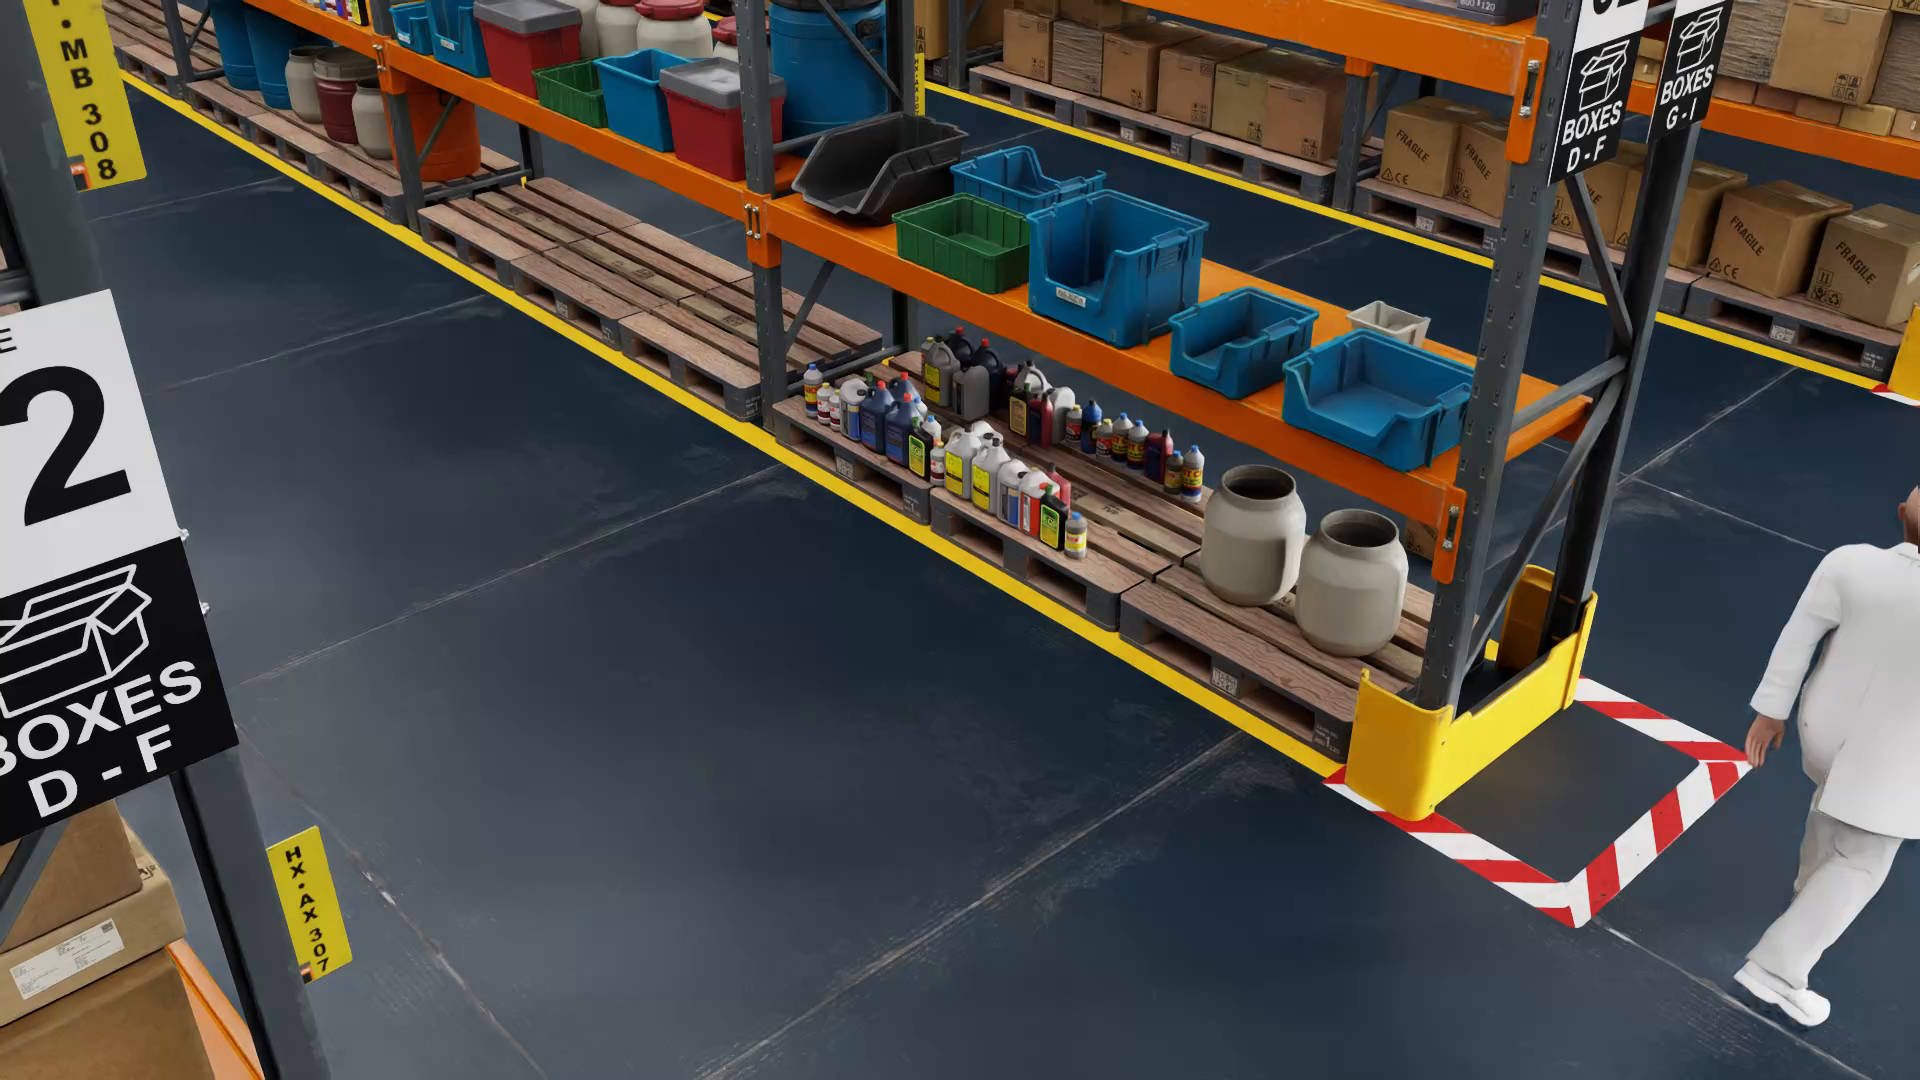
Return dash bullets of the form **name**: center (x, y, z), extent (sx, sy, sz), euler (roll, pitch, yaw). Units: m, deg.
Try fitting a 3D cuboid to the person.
- **person**: center (2.769, 0.619, 5.133), extent (1.100, 1.730, 0.614), euler (-22, 37, -31)
